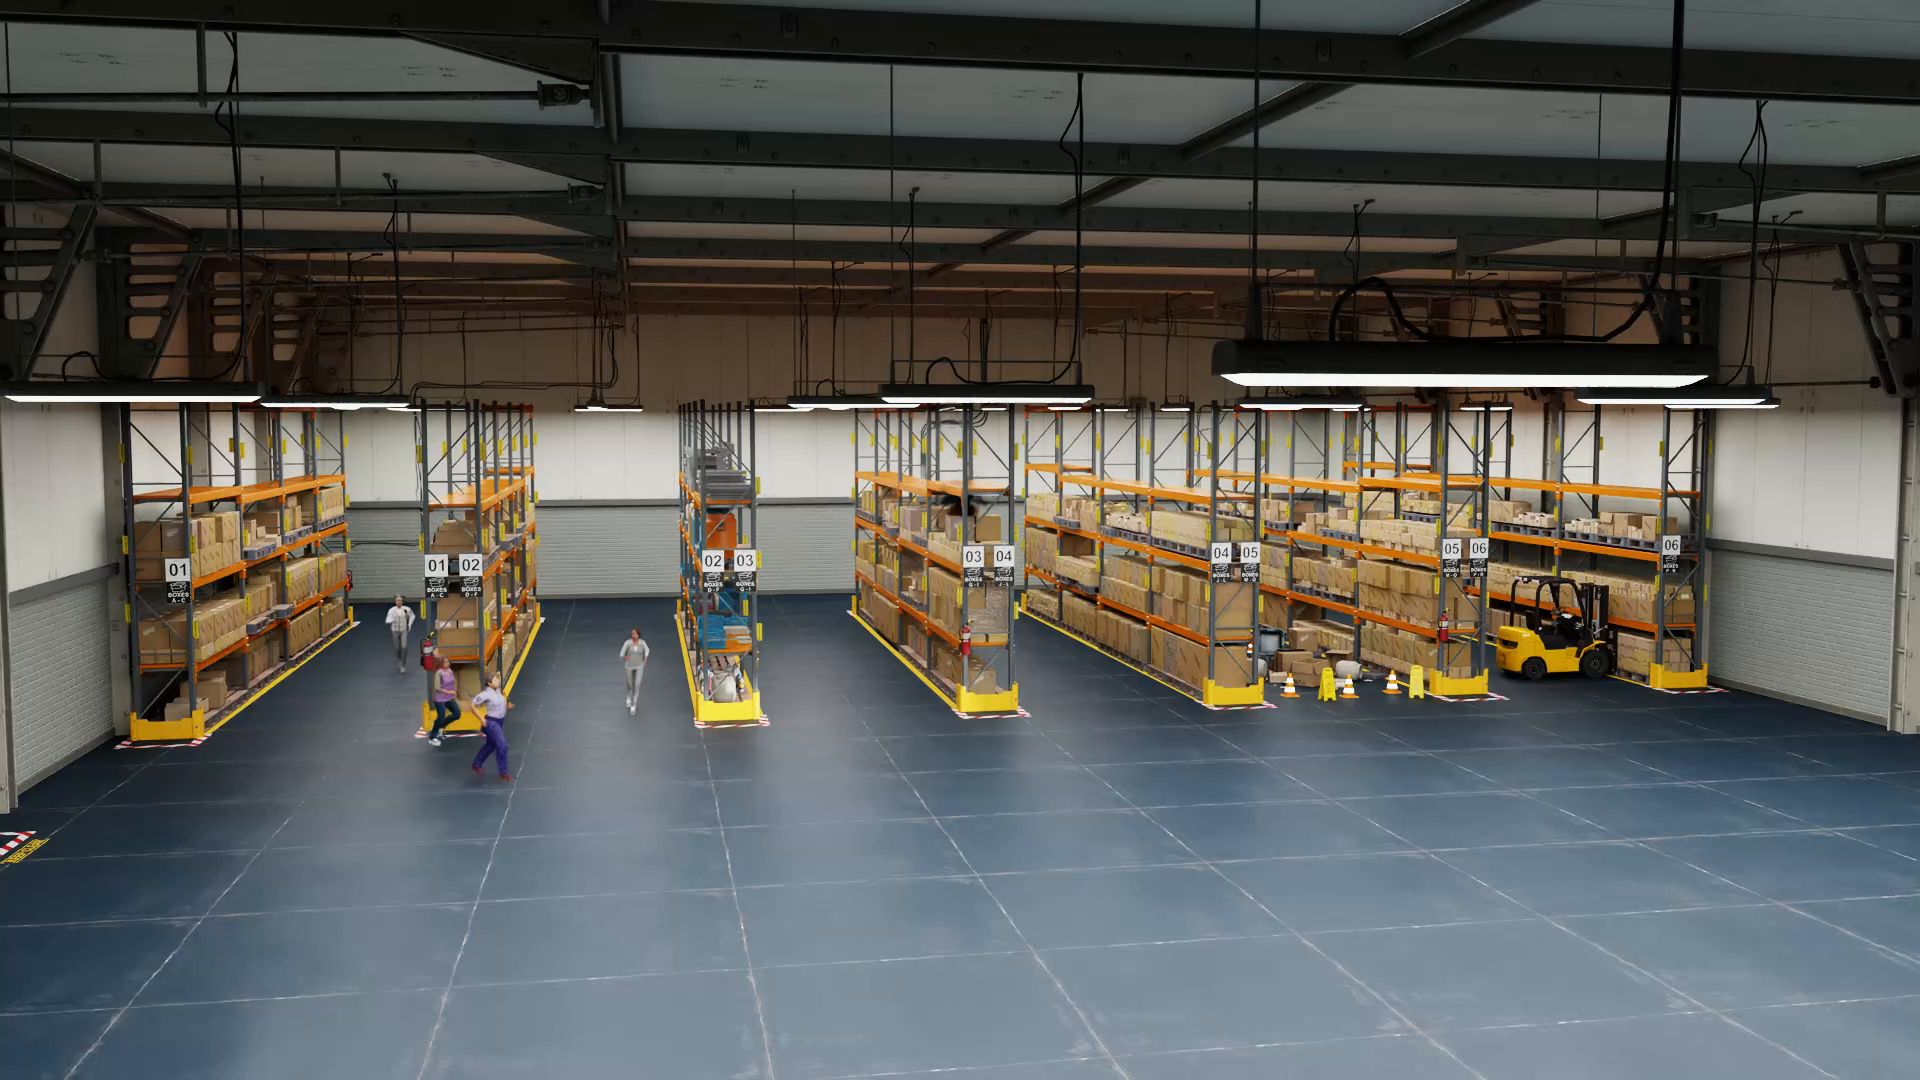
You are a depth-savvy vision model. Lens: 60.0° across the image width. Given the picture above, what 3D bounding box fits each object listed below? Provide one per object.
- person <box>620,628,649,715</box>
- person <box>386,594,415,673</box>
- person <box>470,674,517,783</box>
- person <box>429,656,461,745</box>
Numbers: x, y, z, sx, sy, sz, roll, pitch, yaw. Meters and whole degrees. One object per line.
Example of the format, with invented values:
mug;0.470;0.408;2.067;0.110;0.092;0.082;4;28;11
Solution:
person;-6.275;2.501;32.081;0.554;1.624;0.777;-1;4;-11
person;-12.481;2.071;37.083;0.596;1.740;0.720;-1;4;-13
person;-7.311;2.935;25.980;0.826;1.696;0.586;0;4;6
person;-8.891;2.773;28.790;0.682;1.555;0.573;2;5;26
